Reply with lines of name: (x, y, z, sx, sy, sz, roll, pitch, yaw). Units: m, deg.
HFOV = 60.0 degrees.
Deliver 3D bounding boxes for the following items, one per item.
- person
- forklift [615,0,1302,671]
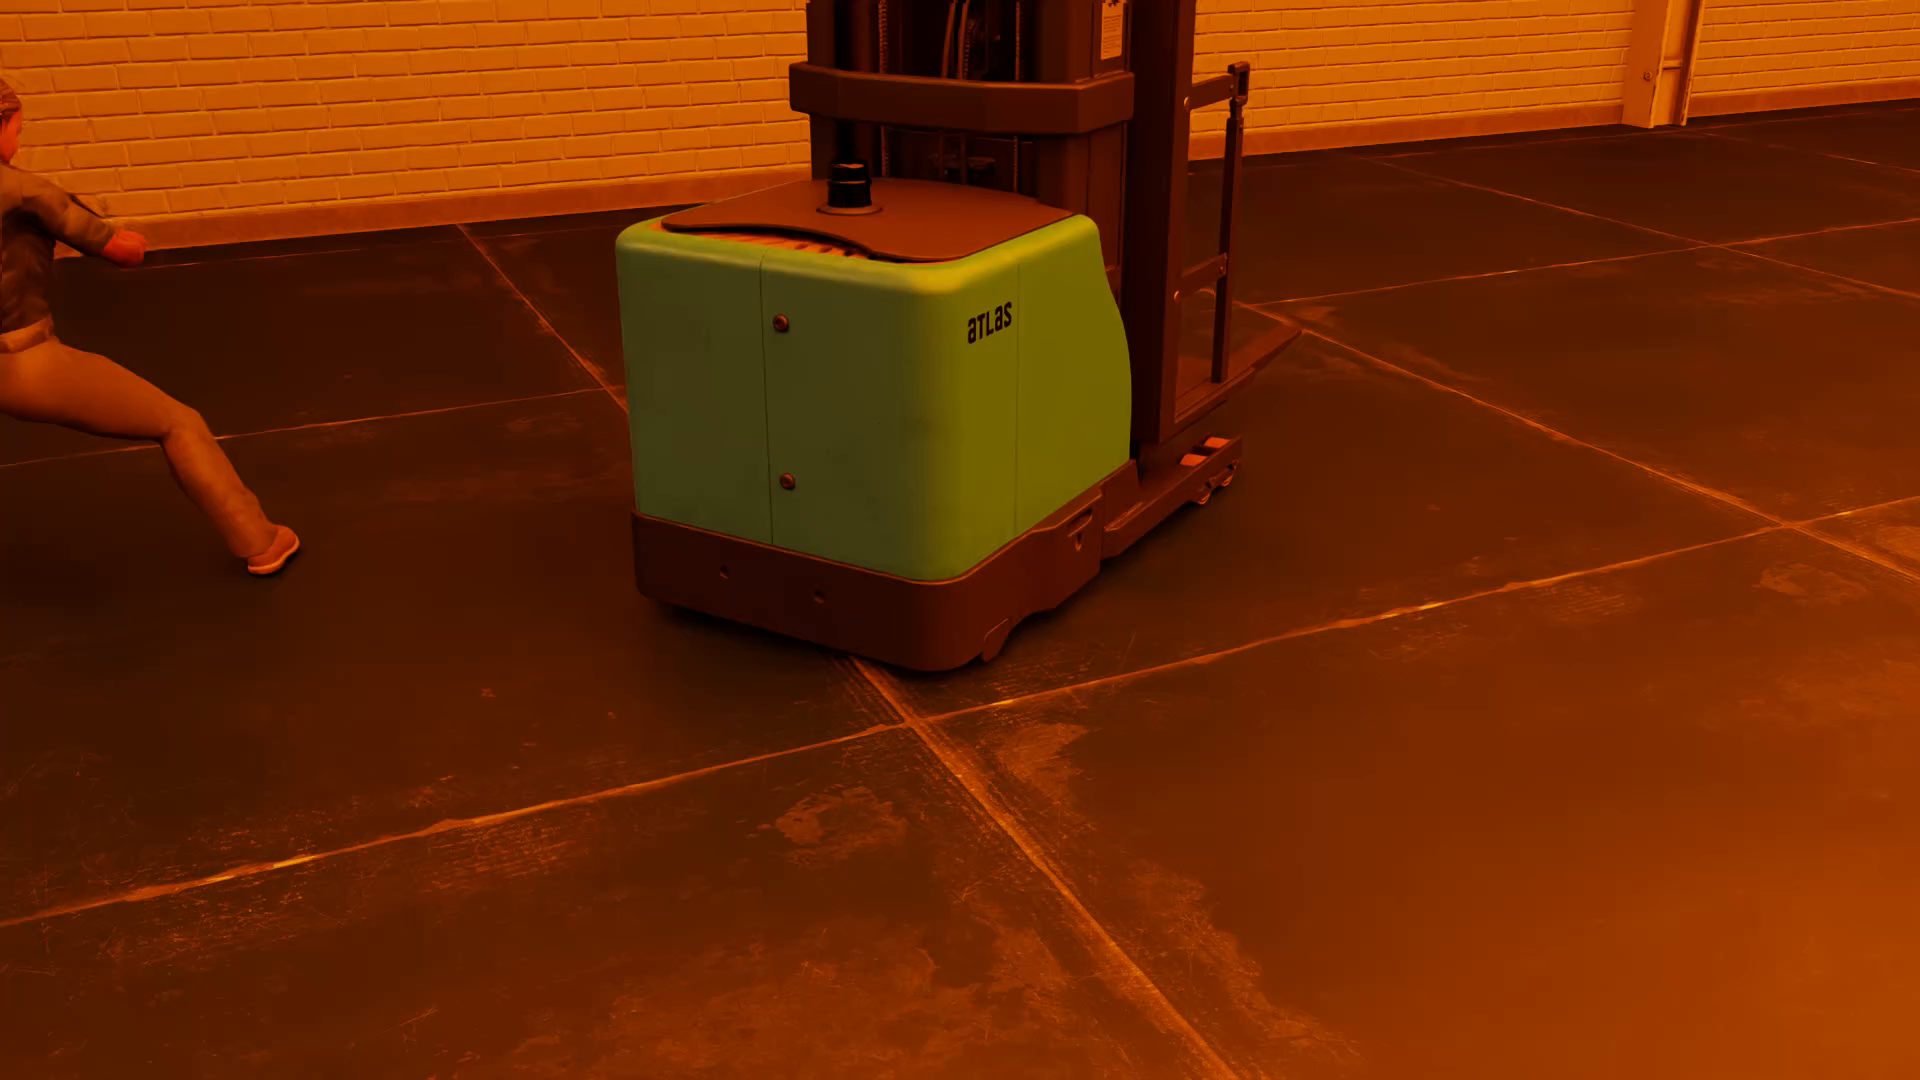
person: (-2.587, -0.578, 4.636, 1.194, 1.426, 0.617, 4, 23, 9)
forklift: (0.285, -1.547, 5.010, 1.130, 2.935, 3.031, 13, 26, 28)
